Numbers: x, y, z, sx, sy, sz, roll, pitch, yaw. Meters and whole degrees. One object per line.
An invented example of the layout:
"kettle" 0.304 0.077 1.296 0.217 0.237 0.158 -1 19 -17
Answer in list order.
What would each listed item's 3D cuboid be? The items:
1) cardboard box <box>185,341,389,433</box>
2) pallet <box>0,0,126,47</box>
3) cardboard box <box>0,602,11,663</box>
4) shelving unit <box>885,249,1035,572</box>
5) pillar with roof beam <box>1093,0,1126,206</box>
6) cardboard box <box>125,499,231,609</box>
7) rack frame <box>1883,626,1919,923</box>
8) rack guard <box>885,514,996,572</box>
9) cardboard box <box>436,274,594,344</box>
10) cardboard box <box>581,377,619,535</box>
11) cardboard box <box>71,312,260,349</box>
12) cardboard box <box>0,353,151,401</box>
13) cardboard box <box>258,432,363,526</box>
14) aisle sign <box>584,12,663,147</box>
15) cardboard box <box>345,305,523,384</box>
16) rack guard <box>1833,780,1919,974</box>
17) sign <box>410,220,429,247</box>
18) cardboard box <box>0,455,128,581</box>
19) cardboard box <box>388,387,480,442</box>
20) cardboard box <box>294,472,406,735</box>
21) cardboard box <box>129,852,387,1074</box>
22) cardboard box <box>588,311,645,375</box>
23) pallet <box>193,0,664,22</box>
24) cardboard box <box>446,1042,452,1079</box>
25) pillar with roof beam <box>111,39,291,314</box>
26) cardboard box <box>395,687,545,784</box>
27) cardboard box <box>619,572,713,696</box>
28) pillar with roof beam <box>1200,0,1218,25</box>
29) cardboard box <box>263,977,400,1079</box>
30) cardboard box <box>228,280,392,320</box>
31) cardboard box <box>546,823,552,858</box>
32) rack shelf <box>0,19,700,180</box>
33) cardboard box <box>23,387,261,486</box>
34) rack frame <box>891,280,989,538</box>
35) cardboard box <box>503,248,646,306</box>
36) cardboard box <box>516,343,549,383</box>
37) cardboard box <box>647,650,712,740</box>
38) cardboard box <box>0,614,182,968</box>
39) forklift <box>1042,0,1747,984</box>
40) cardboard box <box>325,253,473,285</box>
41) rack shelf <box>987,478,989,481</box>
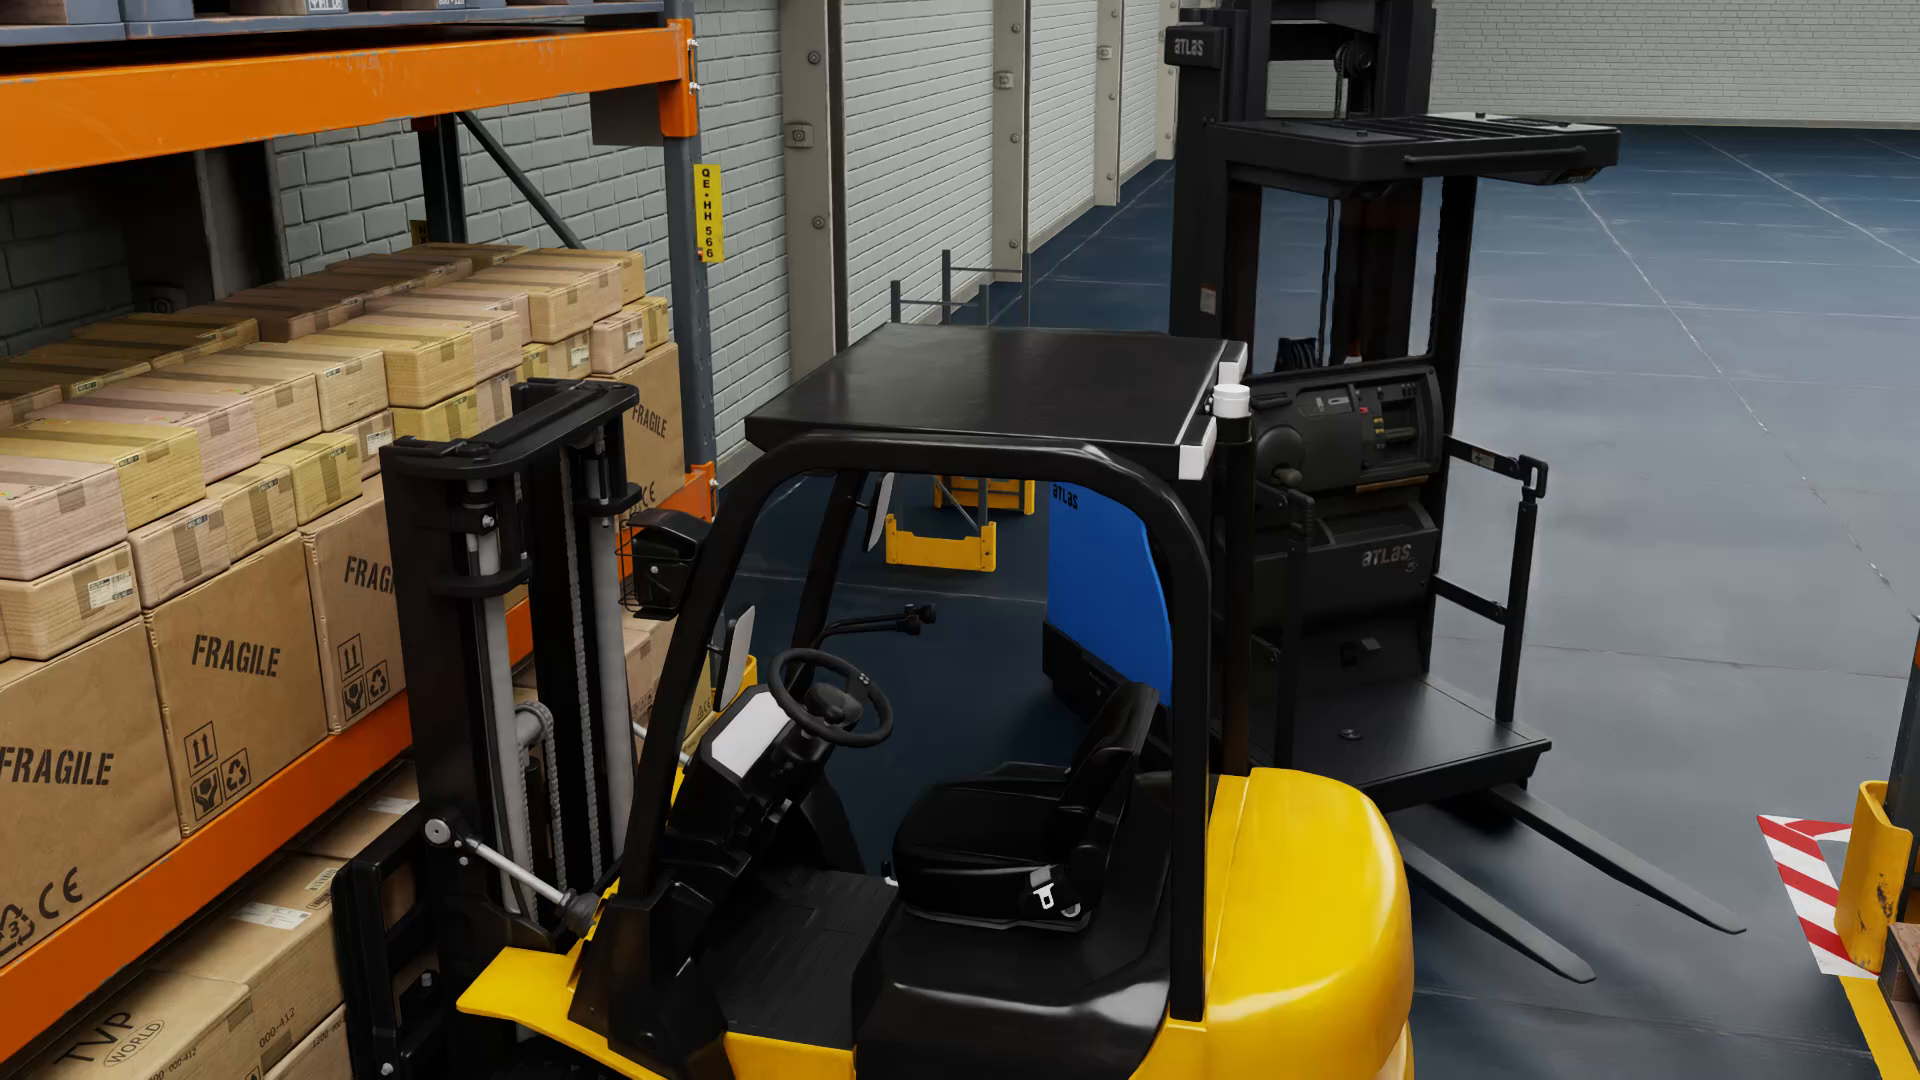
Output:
"cardboard box" -1.625 -0.374 4.024 0.380 0.149 0.250 5 19 14
"pallet" -2.167 -0.882 2.627 1.003 0.211 1.213 5 19 13
"cardboard box" -1.919 0.166 2.903 0.380 0.149 0.250 5 19 13
"shelving unit" 0.019 -0.734 9.015 0.587 1.500 1.083 5 19 13
"pillar with roof beam" 6.155 -8.483 20.101 9.100 9.000 0.400 5 19 13
"cardboard box" -1.721 0.012 3.352 0.380 0.149 0.250 4 19 13
"rack frame" 3.441 -0.098 4.835 1.000 3.000 0.127 5 19 13
"rack guard" -0.103 0.014 8.760 0.587 0.250 0.087 5 19 13
"cardboard box" -1.324 -0.691 4.953 0.380 0.149 0.250 5 20 15
"cardboard box" -1.374 -0.200 4.977 0.500 0.500 0.500 5 20 15
"cardboard box" -2.084 -0.497 4.384 0.380 0.149 0.250 4 19 12
"cardboard box" -2.129 -0.330 3.895 0.380 0.149 0.250 5 20 15
"cardboard box" -1.620 -0.152 3.834 0.380 0.149 0.250 4 19 12
"aisle sign" -1.072 -1.717 5.551 0.394 0.787 0.004 5 19 13
"cardboard box" -1.413 -0.529 4.477 0.380 0.149 0.250 5 20 15
"rack guard" 3.423 1.108 5.169 1.175 0.500 0.348 5 19 13
"sign" -1.910 -0.982 5.960 0.100 0.325 0.005 5 19 13
"cardboard box" -1.792 -0.049 3.073 0.380 0.149 0.250 5 20 15
"cardboard box" -1.476 -0.309 4.292 0.380 0.149 0.250 5 19 14
"cardboard box" -1.611 0.119 4.043 0.500 0.500 0.500 5 19 14
"cardboard box" -1.683 0.951 3.821 0.500 0.250 0.500 5 20 15
"cardboard box" -1.220 -0.630 5.234 0.380 0.149 0.250 5 19 14
"pallet" -1.571 -1.647 4.866 1.003 0.211 1.213 5 19 13
"cardboard box" -1.548 1.261 4.459 0.500 0.250 0.500 5 20 15
"pillar with roof beam" 1.757 -2.841 3.584 9.100 9.000 0.400 5 19 13
"cardboard box" -1.416 0.628 4.764 0.500 0.250 0.500 5 19 14
"cardboard box" -1.183 0.309 5.699 0.500 0.250 0.500 5 20 15
"pillar with roof beam" 9.087 -12.244 31.113 9.100 9.000 0.400 5 19 13
"cardboard box" -1.678 1.188 3.898 0.500 0.250 0.500 4 19 13
"cardboard box" -1.885 -0.656 4.850 0.380 0.149 0.250 5 19 14
"cardboard box" -1.428 0.874 4.820 0.500 0.250 0.500 4 19 12
"rack shelf" -1.862 -0.941 3.775 1.077 0.370 4.000 5 19 13
"cardboard box" -1.747 -0.217 3.564 0.380 0.149 0.250 5 19 13
"rack frame" -0.103 -0.577 8.557 0.500 1.500 0.032 5 19 13
"cardboard box" -1.256 -0.855 5.433 0.380 0.149 0.250 5 19 14
"cardboard box" -1.414 -0.477 4.785 0.380 0.149 0.250 5 19 13
"cardboard box" -1.189 0.554 5.756 0.500 0.250 0.500 4 19 13
"cardboard box" -1.878 0.434 3.121 0.500 0.500 0.500 5 19 14
"forklift" 1.444 -0.393 5.804 1.130 2.935 3.031 -9 21 -24
"cardboard box" -1.788 -0.817 5.322 0.380 0.149 0.250 5 20 15
"rack shelf" 0.021 -0.566 9.082 0.538 0.185 1.000 5 19 13
